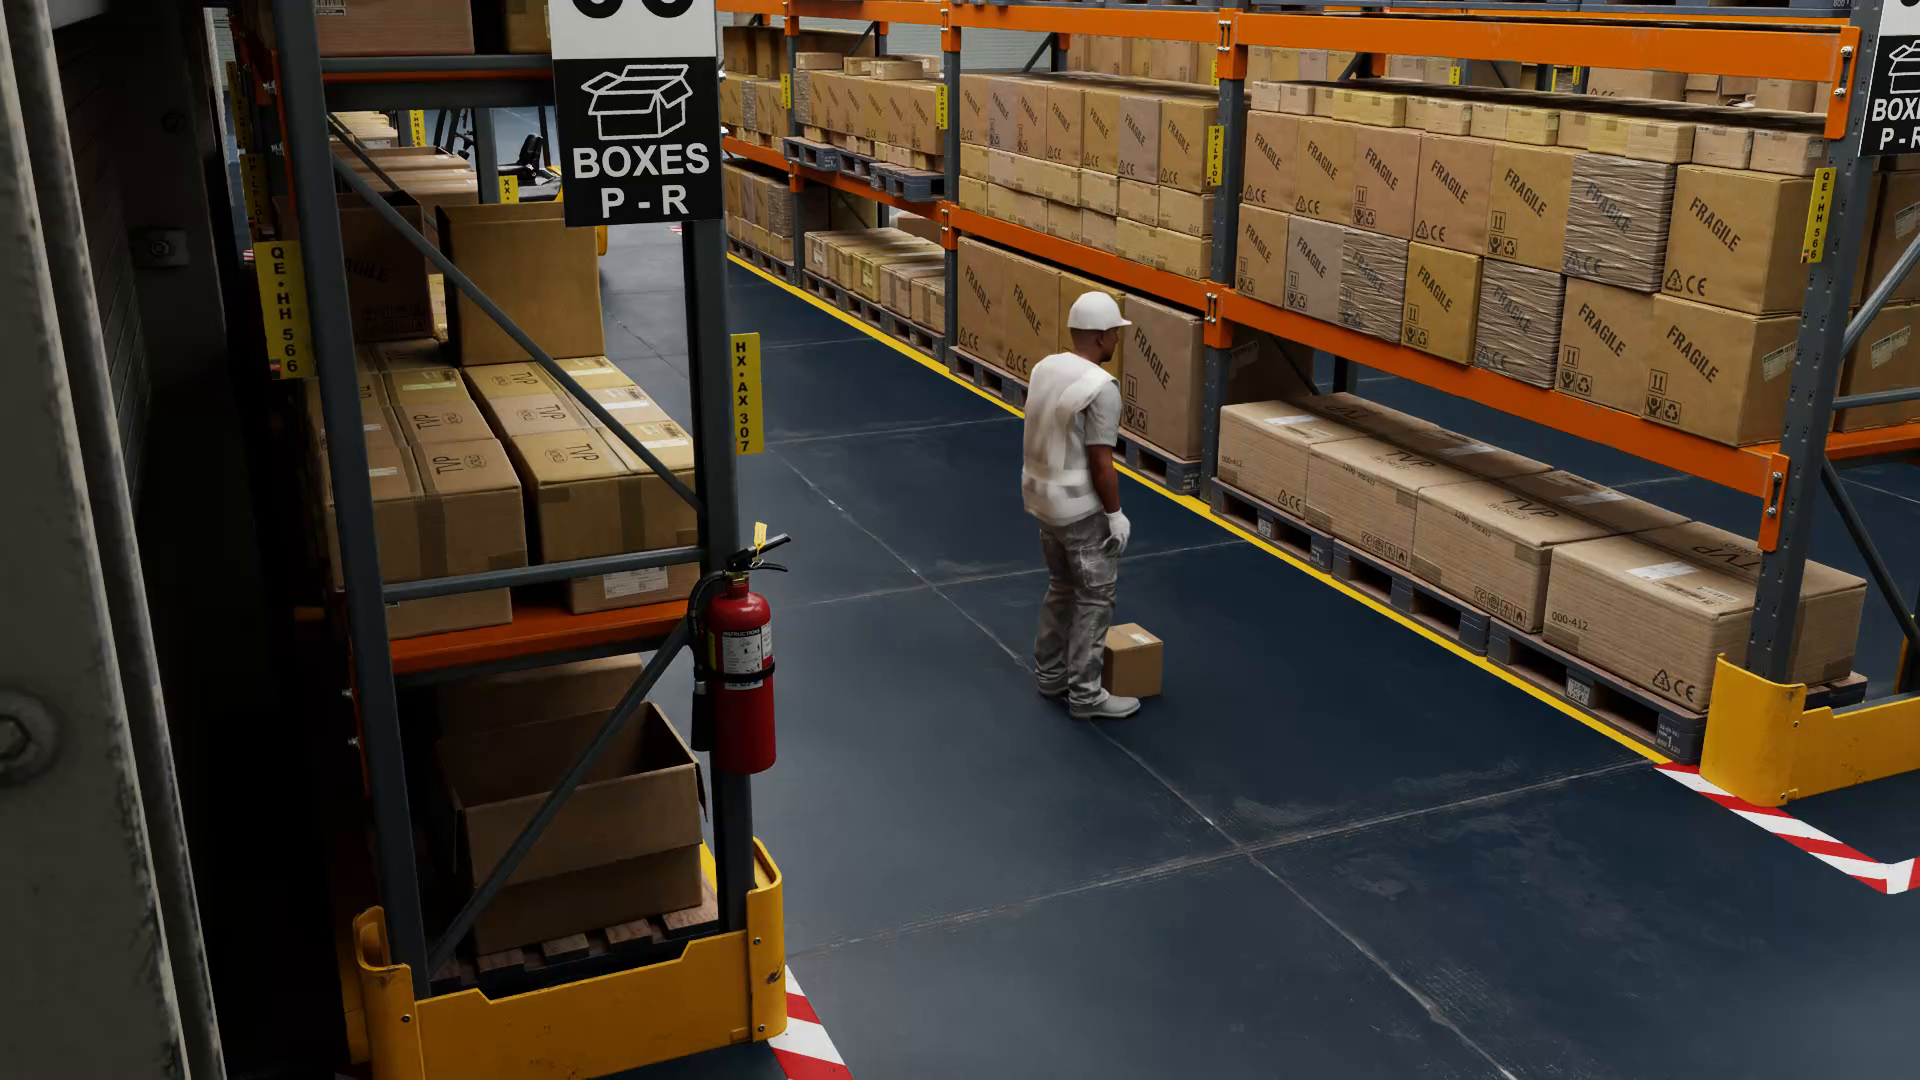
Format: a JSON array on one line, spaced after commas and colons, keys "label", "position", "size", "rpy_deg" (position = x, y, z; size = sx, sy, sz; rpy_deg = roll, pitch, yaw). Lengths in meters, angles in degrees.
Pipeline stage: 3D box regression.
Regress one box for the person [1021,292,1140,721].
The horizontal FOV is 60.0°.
[{"label": "person", "position": [0.504, -0.147, 6.985], "size": [0.451, 1.771, 0.619], "rpy_deg": [-9, 21, -25]}]
